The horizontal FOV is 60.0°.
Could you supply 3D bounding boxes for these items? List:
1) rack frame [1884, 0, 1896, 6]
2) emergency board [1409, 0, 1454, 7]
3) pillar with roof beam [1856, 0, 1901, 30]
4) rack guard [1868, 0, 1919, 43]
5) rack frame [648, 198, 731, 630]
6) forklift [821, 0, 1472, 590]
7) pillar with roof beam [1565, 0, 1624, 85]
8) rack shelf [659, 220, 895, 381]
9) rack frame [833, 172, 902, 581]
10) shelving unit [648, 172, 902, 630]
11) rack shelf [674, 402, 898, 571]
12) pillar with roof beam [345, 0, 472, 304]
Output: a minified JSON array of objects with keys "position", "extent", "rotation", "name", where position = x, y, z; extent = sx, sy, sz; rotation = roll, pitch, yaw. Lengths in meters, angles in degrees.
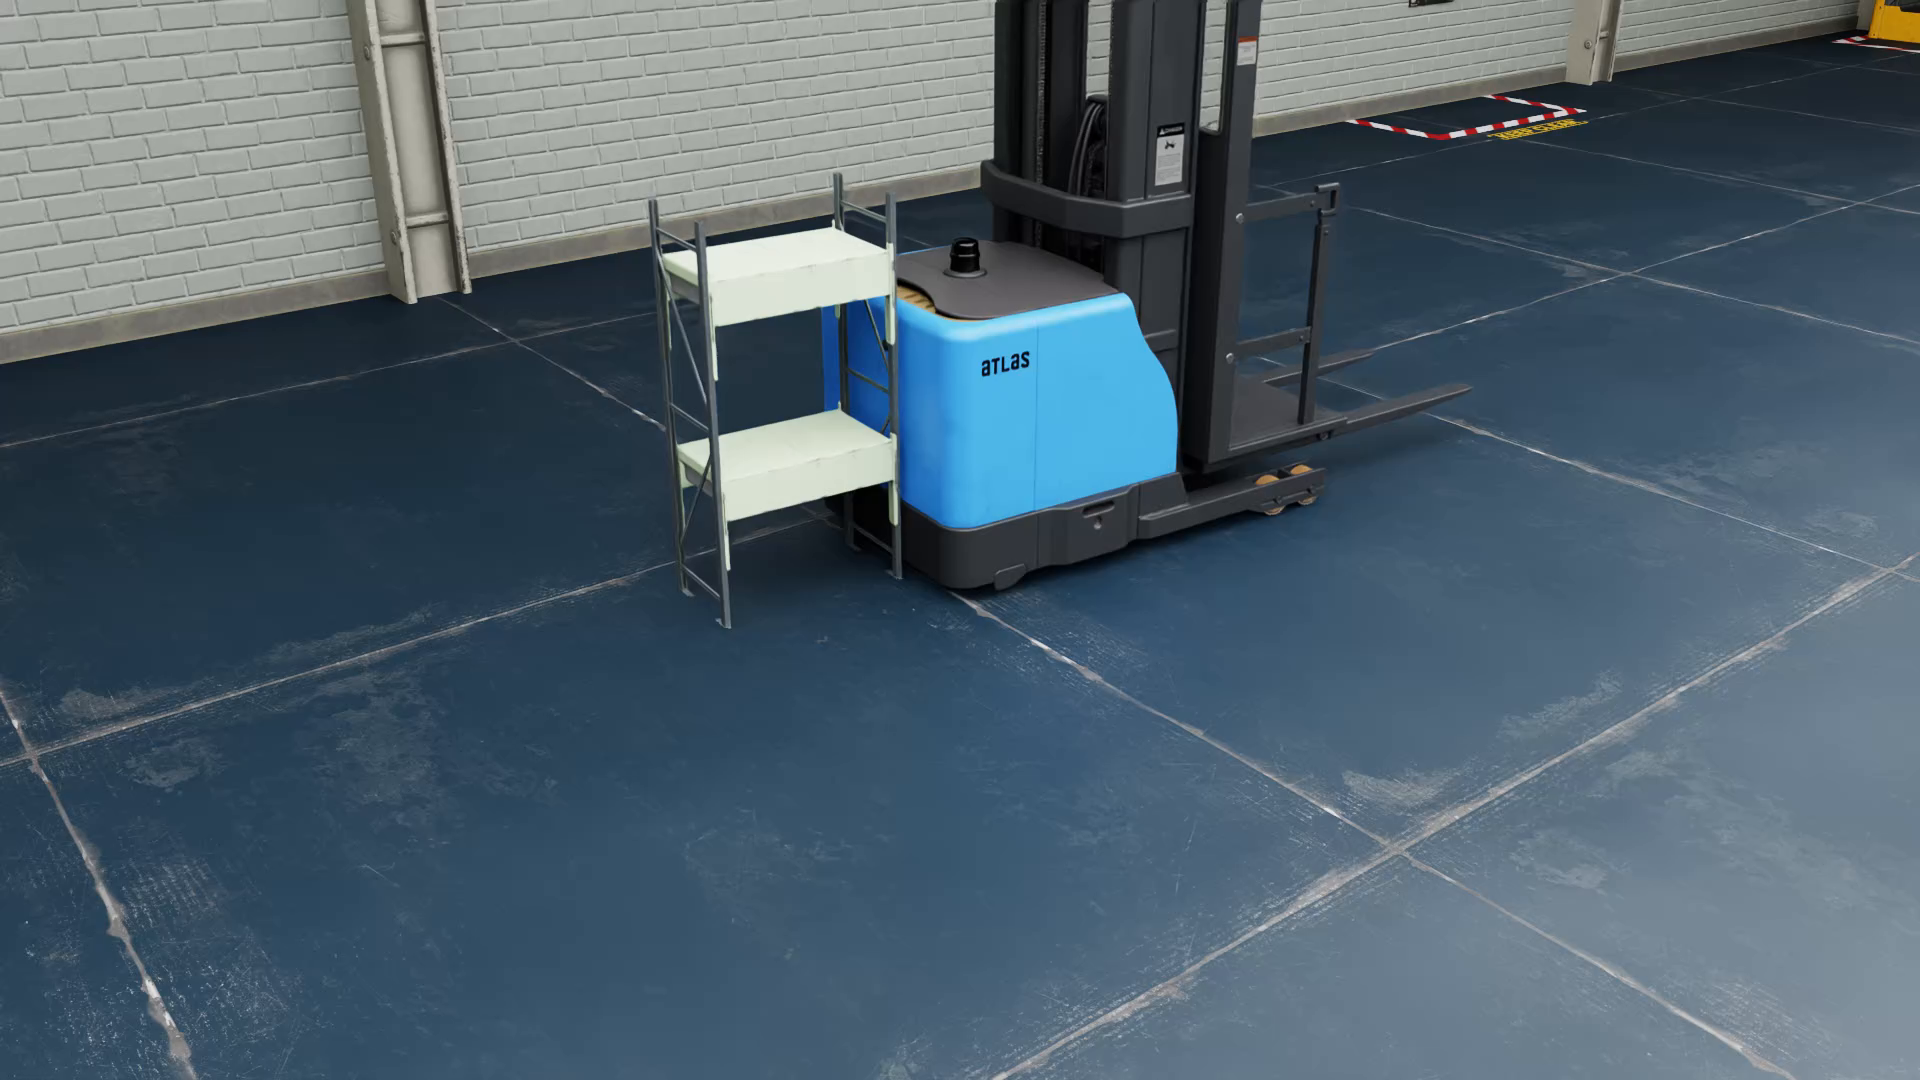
[{"position":[10.983,-7.049,18.375],"extent":[0.127,3.000,1.000],"rotation":[-18,31,-34],"name":"rack frame"},{"position":[4.293,-5.333,14.678],"extent":[0.626,1.169,0.157],"rotation":[-18,31,-34],"name":"emergency board"},{"position":[13.657,-8.812,15.048],"extent":[0.400,9.000,9.100],"rotation":[-18,31,-34],"name":"pillar with roof beam"},{"position":[11.043,-5.935,18.944],"extent":[0.348,0.500,1.175],"rotation":[-18,31,-34],"name":"rack guard"},{"position":[-0.952,-0.423,5.881],"extent":[0.023,1.500,0.400],"rotation":[-16,29,-30],"name":"rack frame"},{"position":[0.947,-1.602,6.720],"extent":[3.031,2.935,1.130],"rotation":[-16,29,-30],"name":"forklift"},{"position":[8.935,-7.254,11.690],"extent":[0.400,9.000,9.100],"rotation":[-18,31,-34],"name":"pillar with roof beam"},{"position":[-0.648,-0.863,5.901],"extent":[0.720,0.370,0.431],"rotation":[-16,29,-30],"name":"rack shelf"},{"position":[-0.344,-0.595,6.250],"extent":[0.023,1.500,0.400],"rotation":[-16,29,-30],"name":"rack frame"},{"position":[-0.648,-0.509,6.065],"extent":[0.755,1.500,0.431],"rotation":[-16,29,-30],"name":"shelving unit"},{"position":[-0.648,-0.213,6.203],"extent":[0.720,0.370,0.431],"rotation":[-16,29,-30],"name":"rack shelf"},{"position":[-0.508,-4.136,4.973],"extent":[0.400,9.000,9.100],"rotation":[-18,31,-34],"name":"pillar with roof beam"}]
